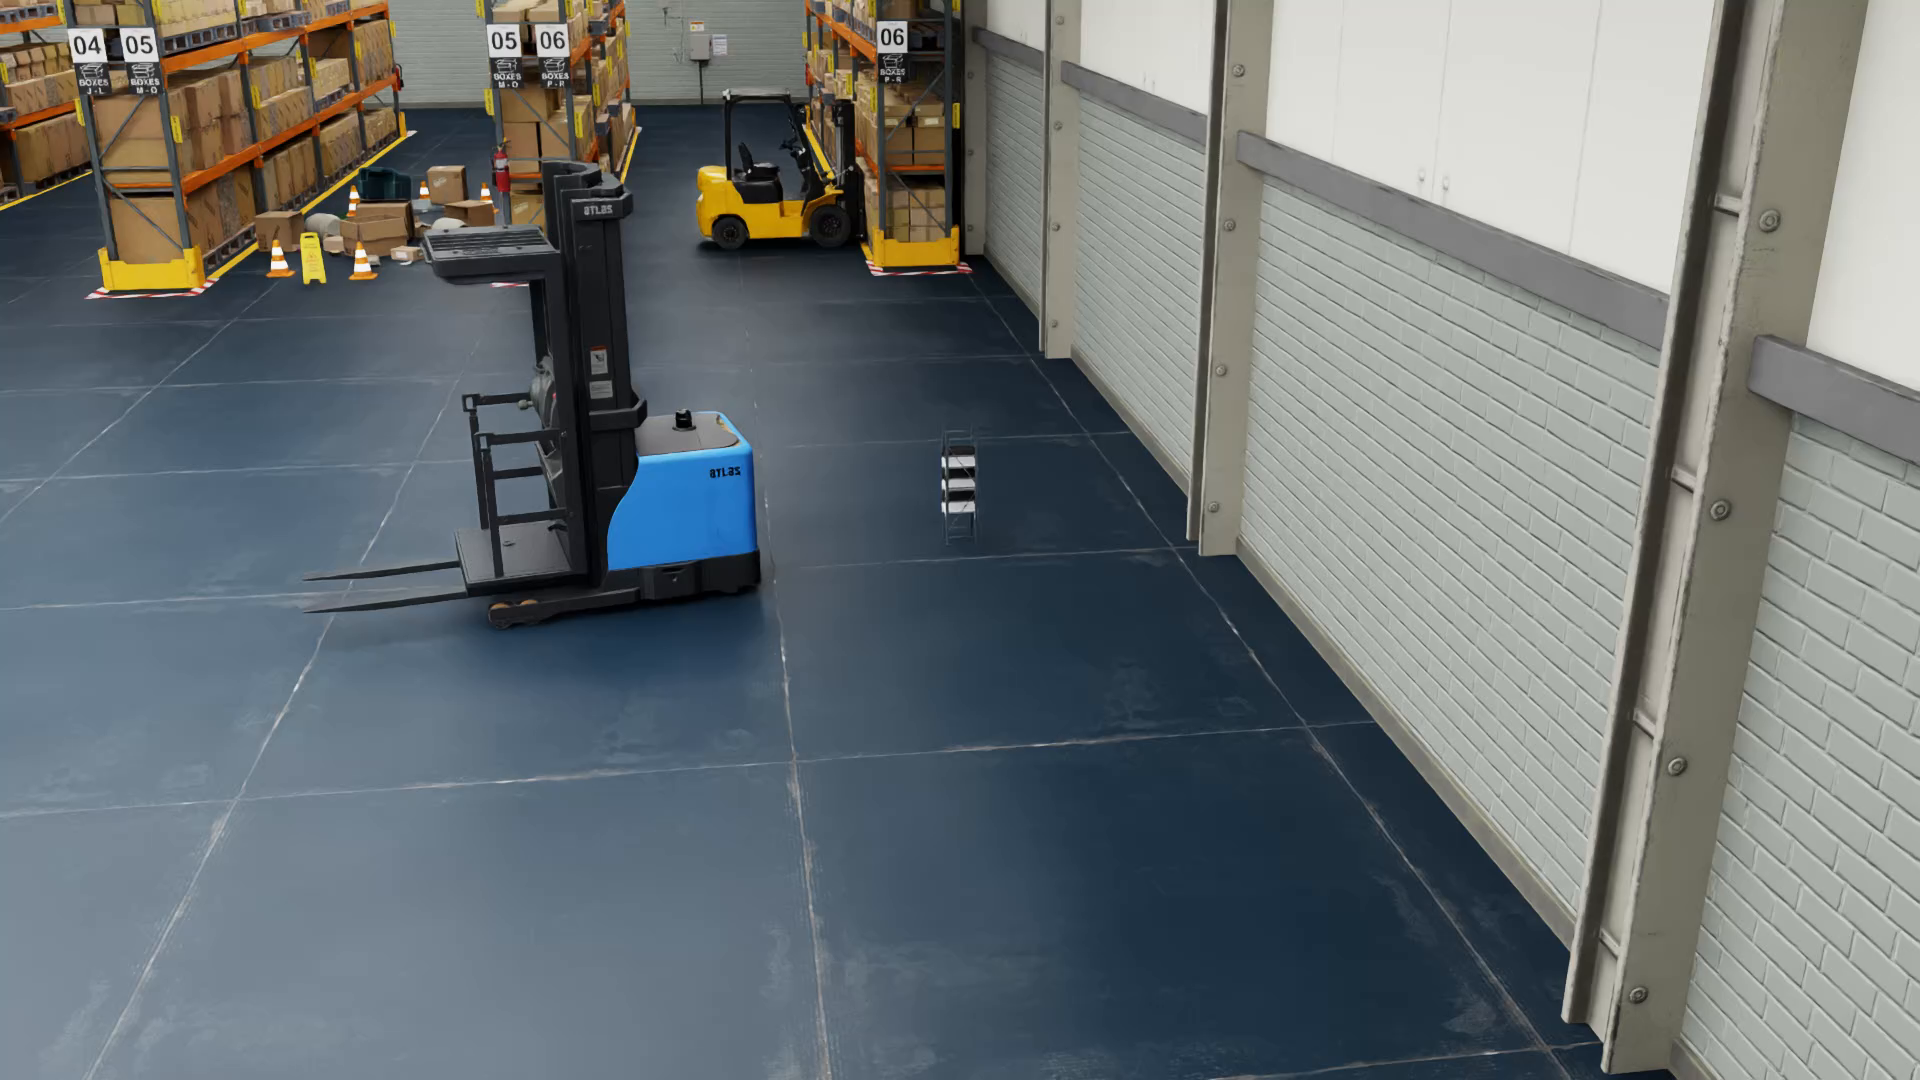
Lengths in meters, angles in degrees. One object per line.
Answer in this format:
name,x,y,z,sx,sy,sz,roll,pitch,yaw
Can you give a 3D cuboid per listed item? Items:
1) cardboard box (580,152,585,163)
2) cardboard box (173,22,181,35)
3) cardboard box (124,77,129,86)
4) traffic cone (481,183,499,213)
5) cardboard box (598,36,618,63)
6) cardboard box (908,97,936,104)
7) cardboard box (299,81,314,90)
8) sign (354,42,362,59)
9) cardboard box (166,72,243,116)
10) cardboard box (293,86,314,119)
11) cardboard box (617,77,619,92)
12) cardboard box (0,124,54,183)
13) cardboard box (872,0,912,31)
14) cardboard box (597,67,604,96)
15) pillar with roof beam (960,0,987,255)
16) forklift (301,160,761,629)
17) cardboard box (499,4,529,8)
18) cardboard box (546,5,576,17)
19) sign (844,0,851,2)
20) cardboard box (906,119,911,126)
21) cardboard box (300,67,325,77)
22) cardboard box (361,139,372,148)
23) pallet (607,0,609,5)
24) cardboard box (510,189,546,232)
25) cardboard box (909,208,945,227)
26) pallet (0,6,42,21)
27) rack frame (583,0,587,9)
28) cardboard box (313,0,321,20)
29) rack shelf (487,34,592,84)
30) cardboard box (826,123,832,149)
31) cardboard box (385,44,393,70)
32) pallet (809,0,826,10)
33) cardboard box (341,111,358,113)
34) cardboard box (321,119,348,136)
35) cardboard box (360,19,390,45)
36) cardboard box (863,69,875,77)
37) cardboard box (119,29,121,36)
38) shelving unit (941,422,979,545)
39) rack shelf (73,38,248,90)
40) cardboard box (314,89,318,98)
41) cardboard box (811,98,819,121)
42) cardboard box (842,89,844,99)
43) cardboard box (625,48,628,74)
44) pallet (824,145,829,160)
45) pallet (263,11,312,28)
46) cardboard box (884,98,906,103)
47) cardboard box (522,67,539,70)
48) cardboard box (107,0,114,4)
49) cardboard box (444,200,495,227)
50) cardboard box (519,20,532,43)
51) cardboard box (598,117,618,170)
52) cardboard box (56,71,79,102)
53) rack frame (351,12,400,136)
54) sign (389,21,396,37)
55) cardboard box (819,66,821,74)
cardboard box,-5.360,-5.262,22.877,0.380,0.149,0.250,-3,21,-7
cardboard box,-10.206,-6.535,21.255,0.380,0.149,0.250,-3,21,-8
cardboard box,-17.032,-9.265,33.595,0.380,0.149,0.250,-3,21,-7
traffic cone,-7.657,-5.534,26.872,0.336,0.463,0.334,-3,21,-8
cardboard box,-6.934,-9.507,32.311,0.500,0.500,0.500,-2,21,-6
cardboard box,-0.520,-6.117,23.312,0.380,0.149,0.250,-3,21,-7
cardboard box,-11.425,-7.860,28.807,0.380,0.149,0.250,-2,21,-5
sign,-11.582,-9.421,31.997,0.100,0.325,0.005,-3,21,-8
cardboard box,-10.764,-6.341,23.649,0.875,0.550,0.550,-3,21,-8
cardboard box,-11.223,-7.368,28.015,0.500,0.500,0.500,-3,21,-8
cardboard box,-6.932,-8.921,32.528,0.500,0.250,0.500,-3,21,-9
cardboard box,-16.555,-6.690,28.778,1.225,0.875,0.875,-4,21,-10
cardboard box,-0.910,-7.067,22.177,0.500,0.500,0.500,-2,21,-6
cardboard box,-6.092,-7.446,27.197,0.500,0.500,0.500,-4,21,-10
pillar with roof beam,-4.074,-8.110,21.569,9.100,9.000,0.400,-3,21,-8
forklift,-2.981,-0.988,11.172,3.031,2.935,1.130,-7,22,-19
cardboard box,-6.112,-7.271,22.830,0.380,0.149,0.250,-2,21,-6
cardboard box,-5.443,-7.216,22.680,0.380,0.149,0.250,-2,21,-6
sign,-1.718,-8.379,25.389,0.100,0.325,0.005,-3,21,-8
cardboard box,-0.499,-5.642,23.392,0.500,0.500,0.500,-2,21,-6
cardboard box,-11.579,-8.355,29.707,0.380,0.149,0.250,-2,21,-5
cardboard box,-11.865,-7.852,32.928,0.380,0.149,0.250,-4,21,-10
pallet,-7.066,-10.134,31.549,0.805,0.209,1.217,-4,21,-10
cardboard box,-5.890,-4.503,22.743,0.500,0.500,0.500,-3,21,-7
cardboard box,-0.468,-4.547,23.217,0.500,0.250,0.500,-3,21,-7
pallet,-16.786,-9.173,28.972,1.003,0.211,1.213,-2,21,-5
rack frame,-6.093,-9.174,24.418,1.000,3.000,0.127,-3,21,-8
cardboard box,-11.452,-9.300,28.899,0.500,0.500,0.500,-3,21,-8
rack shelf,-5.805,-6.739,23.215,1.077,0.370,4.000,-3,21,-8
cardboard box,-2.334,-7.875,32.487,0.500,0.500,0.500,-4,21,-9
cardboard box,-12.387,-10.277,35.378,0.500,0.500,0.500,-2,21,-7
pallet,-2.311,-10.473,32.451,1.213,0.211,1.003,-3,21,-8
cardboard box,-12.782,-8.910,34.910,0.380,0.149,0.250,-4,21,-10
cardboard box,-11.622,-7.620,30.731,0.500,0.250,0.500,-4,21,-10
cardboard box,-12.395,-10.743,35.194,0.500,0.500,0.500,-3,21,-9
cardboard box,-1.511,-8.249,29.444,0.380,0.149,0.250,-2,21,-6
cardboard box,-10.857,-6.499,21.160,0.380,0.149,0.250,-3,21,-7
shelving unit,-0.001,-0.424,12.566,0.258,0.900,0.210,-3,21,-8
rack shelf,-10.689,-6.455,22.452,1.077,0.370,4.000,-3,21,-8
cardboard box,-11.457,-7.801,29.075,0.380,0.149,0.250,-2,21,-5
cardboard box,-2.917,-9.581,37.049,0.797,0.503,0.637,-4,21,-10
cardboard box,-1.709,-7.467,27.922,0.500,0.250,0.500,-3,21,-7
cardboard box,-7.492,-10.412,36.163,0.500,0.500,0.500,-3,21,-7
pallet,-2.181,-7.799,33.296,1.003,0.211,1.213,-3,21,-8
pallet,-11.408,-8.561,27.332,1.213,0.211,1.003,-2,21,-5
cardboard box,-0.959,-6.097,23.258,0.380,0.149,0.250,-3,21,-7
cardboard box,-6.147,-6.502,23.840,0.700,0.500,0.500,-3,21,-9
cardboard box,-10.819,-6.785,20.784,0.380,0.149,0.250,-3,21,-7
cardboard box,-7.285,-4.754,24.727,0.500,0.500,0.500,12,24,29
cardboard box,-5.857,-6.617,21.647,0.500,0.250,0.500,-3,21,-8
cardboard box,-6.687,-7.193,30.125,0.875,0.875,0.875,-3,21,-8
cardboard box,-16.651,-8.361,30.672,0.500,0.500,0.500,-2,21,-6
rack frame,-12.707,-10.234,35.829,1.000,3.000,0.127,-3,21,-8
sign,-12.155,-10.945,35.628,0.100,0.325,0.005,-3,21,-8
cardboard box,-2.515,-9.019,32.168,0.396,0.266,0.258,-2,21,-5
